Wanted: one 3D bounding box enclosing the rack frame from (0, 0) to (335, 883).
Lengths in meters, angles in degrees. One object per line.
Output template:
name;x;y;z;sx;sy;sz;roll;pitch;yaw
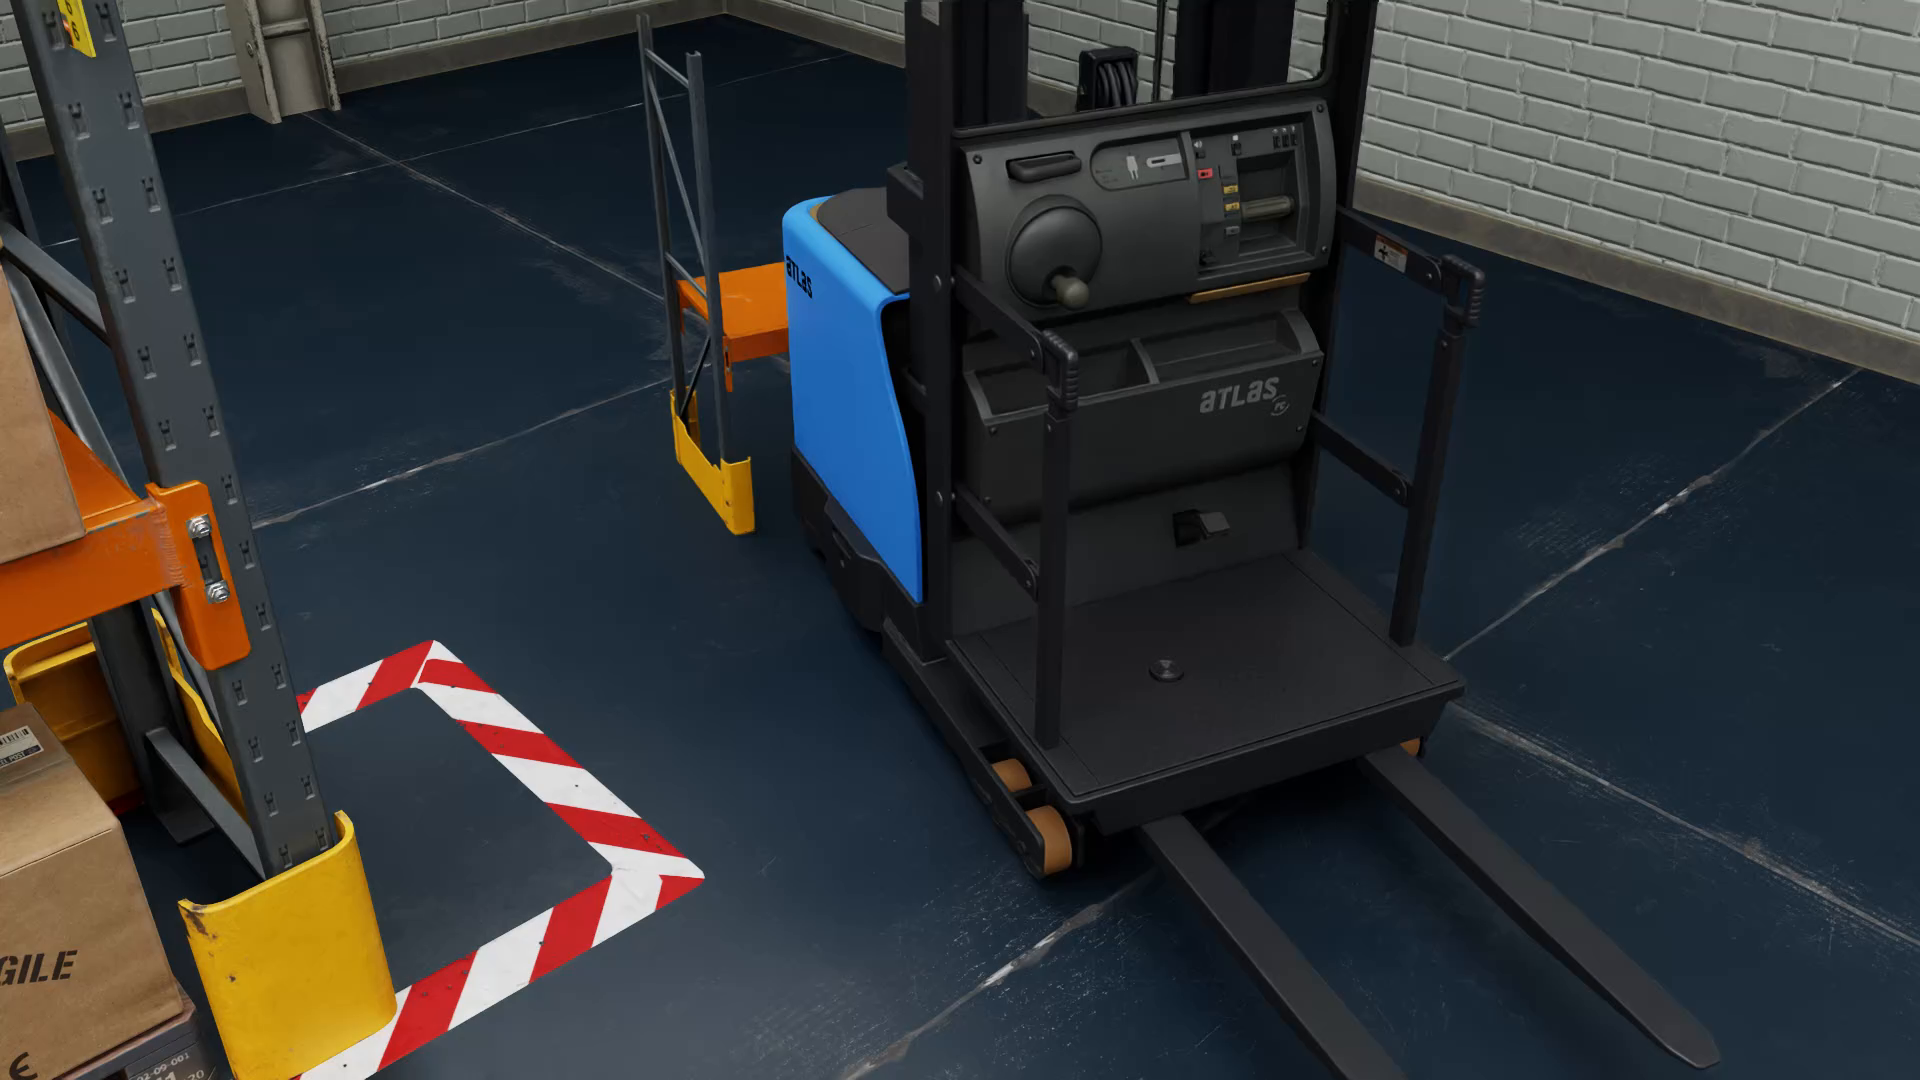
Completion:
rack frame;-1.655;-0.449;3.109;0.127;3.000;1.000;-26;40;-35

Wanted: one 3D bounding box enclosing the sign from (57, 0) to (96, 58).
sign;-1.293;-0.859;2.366;0.005;0.325;0.100;-26;40;-35

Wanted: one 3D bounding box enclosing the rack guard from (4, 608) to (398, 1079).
rack guard;-1.711;0.644;3.717;0.348;0.500;1.175;-26;40;-35

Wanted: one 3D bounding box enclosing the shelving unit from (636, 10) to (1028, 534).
shelving unit;-0.369;-0.919;5.315;1.083;1.500;0.587;-15;34;-23

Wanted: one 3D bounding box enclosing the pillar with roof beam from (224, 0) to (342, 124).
pillar with roof beam;-0.707;-4.544;4.055;0.400;9.000;9.100;-26;40;-35

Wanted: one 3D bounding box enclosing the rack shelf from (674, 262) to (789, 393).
rack shelf;-0.377;-0.763;5.406;1.000;0.185;0.538;-15;34;-23

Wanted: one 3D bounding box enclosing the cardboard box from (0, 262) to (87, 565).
cardboard box;-1.799;-0.229;2.653;0.500;0.500;0.500;-24;39;-34

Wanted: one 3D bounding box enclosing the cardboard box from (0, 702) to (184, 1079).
cardboard box;-1.887;0.717;3.177;0.500;0.500;0.500;-26;40;-35

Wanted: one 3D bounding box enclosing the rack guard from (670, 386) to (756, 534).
rack guard;-0.814;-0.269;5.451;0.087;0.250;0.587;-15;34;-23

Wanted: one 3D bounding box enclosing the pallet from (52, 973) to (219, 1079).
pallet;-2.295;1.051;3.330;1.213;0.211;1.003;-26;40;-35

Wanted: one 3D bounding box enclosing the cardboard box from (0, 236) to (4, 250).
cardboard box;-1.795;-0.655;2.392;0.500;0.500;0.500;-26;40;-36

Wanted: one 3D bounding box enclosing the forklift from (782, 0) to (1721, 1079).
forklift;0.539;-0.712;3.604;1.130;2.935;3.031;-13;34;-21

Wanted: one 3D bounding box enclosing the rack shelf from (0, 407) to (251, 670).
rack shelf;-3.122;0.567;2.137;4.000;0.370;1.077;-26;40;-35

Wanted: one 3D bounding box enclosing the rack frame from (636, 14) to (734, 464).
rack frame;-0.831;-0.798;5.117;0.032;1.500;0.500;-15;34;-23

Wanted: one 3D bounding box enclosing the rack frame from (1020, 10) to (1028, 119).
rack frame;0.077;-1.036;5.506;0.032;1.500;0.500;-15;34;-23
